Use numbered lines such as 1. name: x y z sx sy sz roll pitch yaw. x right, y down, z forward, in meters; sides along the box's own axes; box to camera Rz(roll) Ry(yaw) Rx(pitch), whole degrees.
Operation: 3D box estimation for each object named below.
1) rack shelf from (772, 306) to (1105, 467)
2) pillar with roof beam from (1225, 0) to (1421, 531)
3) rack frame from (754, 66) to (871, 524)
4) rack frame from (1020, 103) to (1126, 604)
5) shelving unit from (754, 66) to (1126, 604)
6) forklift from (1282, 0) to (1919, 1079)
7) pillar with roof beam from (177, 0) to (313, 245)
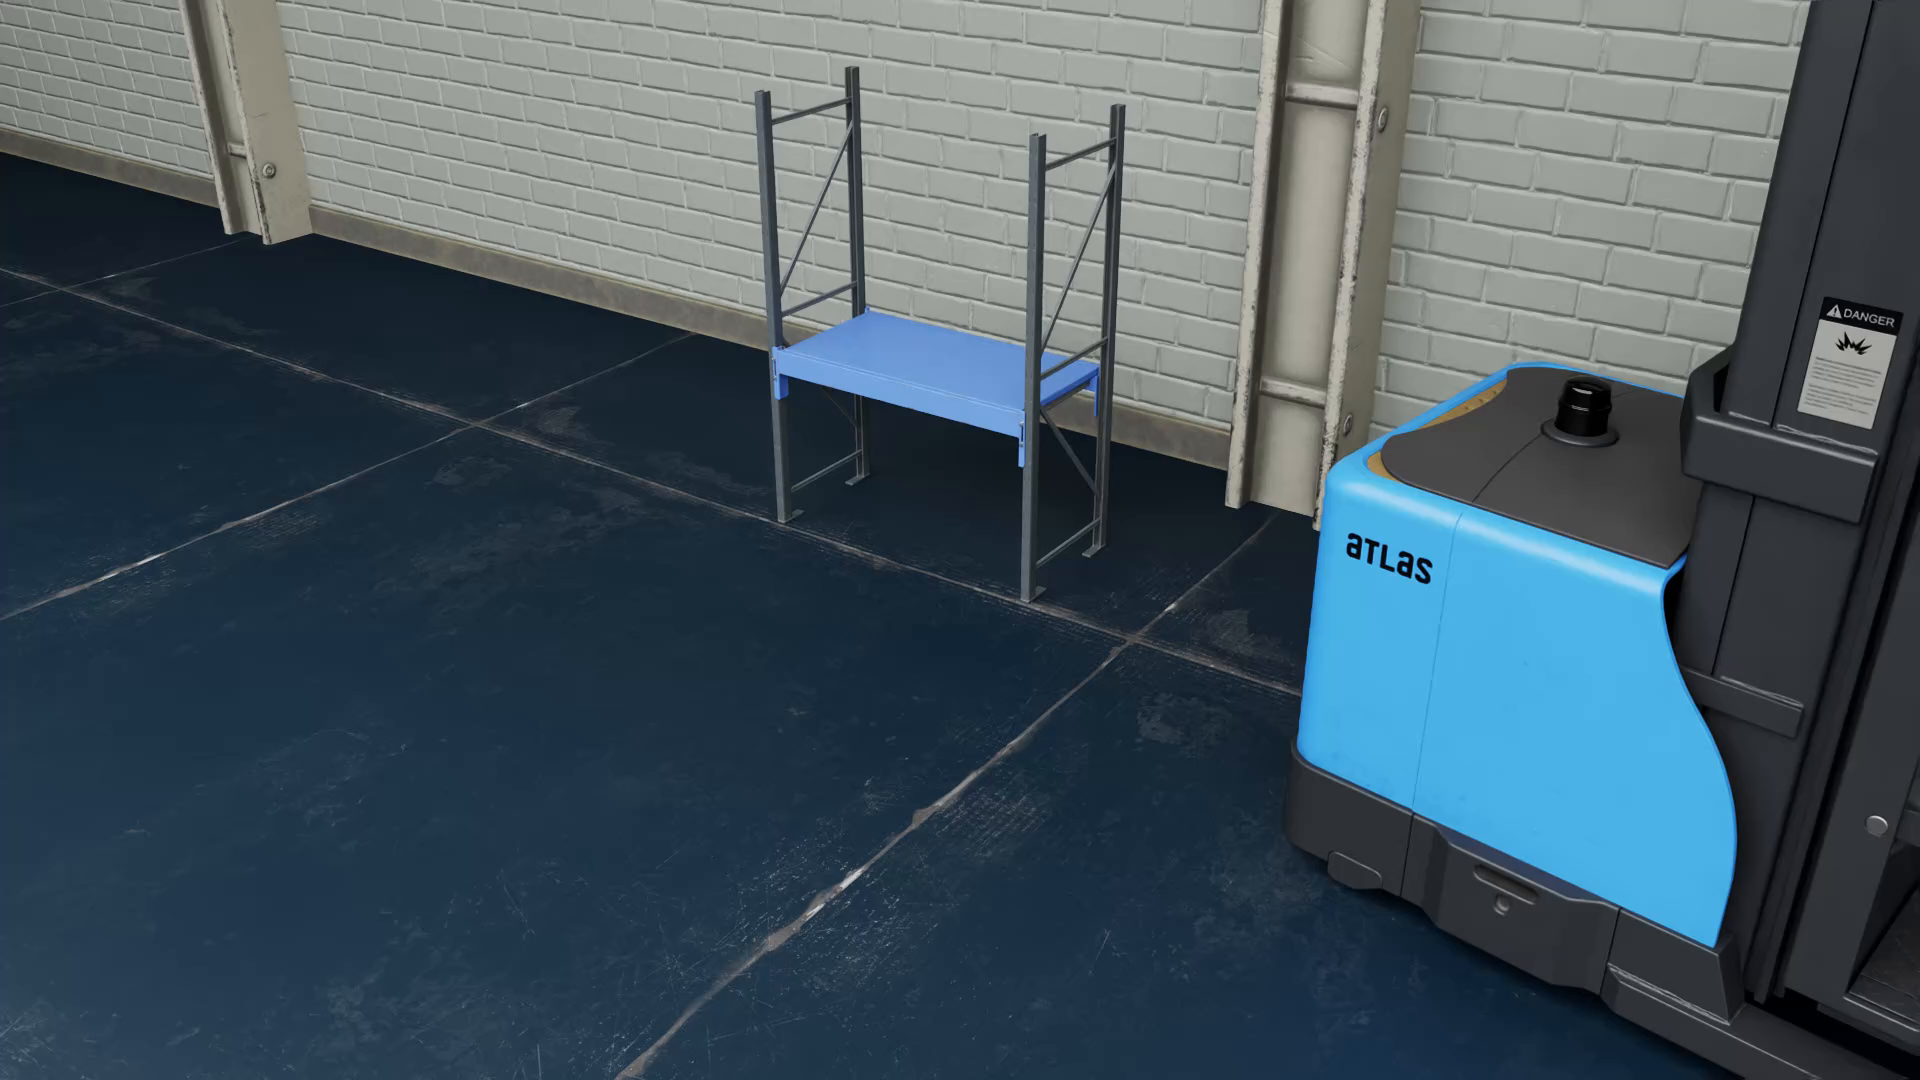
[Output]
1. rack shelf: -0.070 -0.530 5.534 1.000 0.185 0.538 17 32 30
2. pillar with roof beam: -1.235 -2.534 0.808 0.400 9.000 9.100 17 32 30
3. rack frame: -0.489 -0.821 5.709 0.032 1.500 0.500 17 32 30
4. rack frame: 0.349 -0.560 5.196 0.032 1.500 0.500 17 32 30
5. shelving unit: -0.070 -0.690 5.453 1.048 1.500 0.538 17 32 30
6. forklift: 2.227 -0.218 2.947 3.031 2.935 1.130 23 35 38
7. pillar with roof beam: -6.180 -4.075 3.836 0.400 9.000 9.100 17 32 30
